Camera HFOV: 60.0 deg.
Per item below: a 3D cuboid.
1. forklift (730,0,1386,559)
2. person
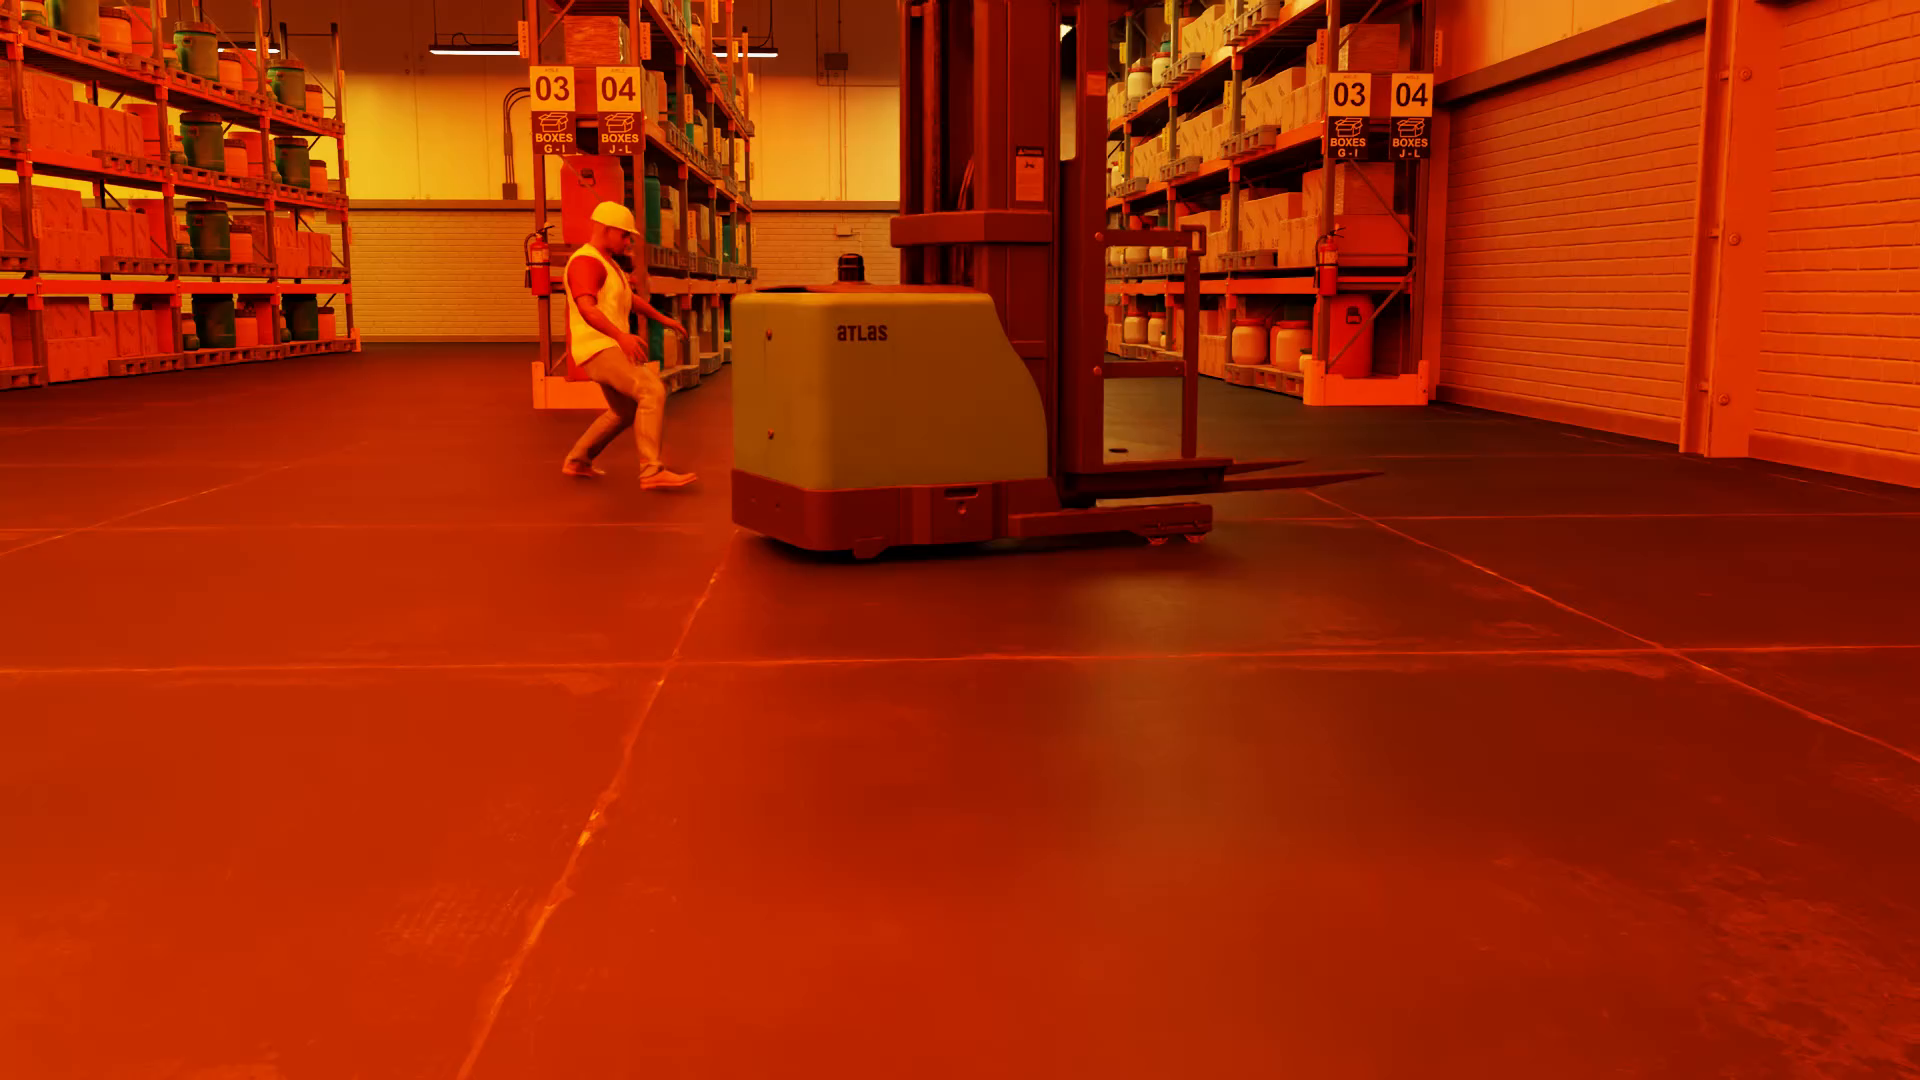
[{"bbox_3d":[0.541,-1.498,7.420,3.031,2.935,1.130,-4,9,-26],"label":"forklift"},{"bbox_3d":[-1.890,-1.095,9.419,0.929,1.613,1.028,0,8,2],"label":"person"}]
